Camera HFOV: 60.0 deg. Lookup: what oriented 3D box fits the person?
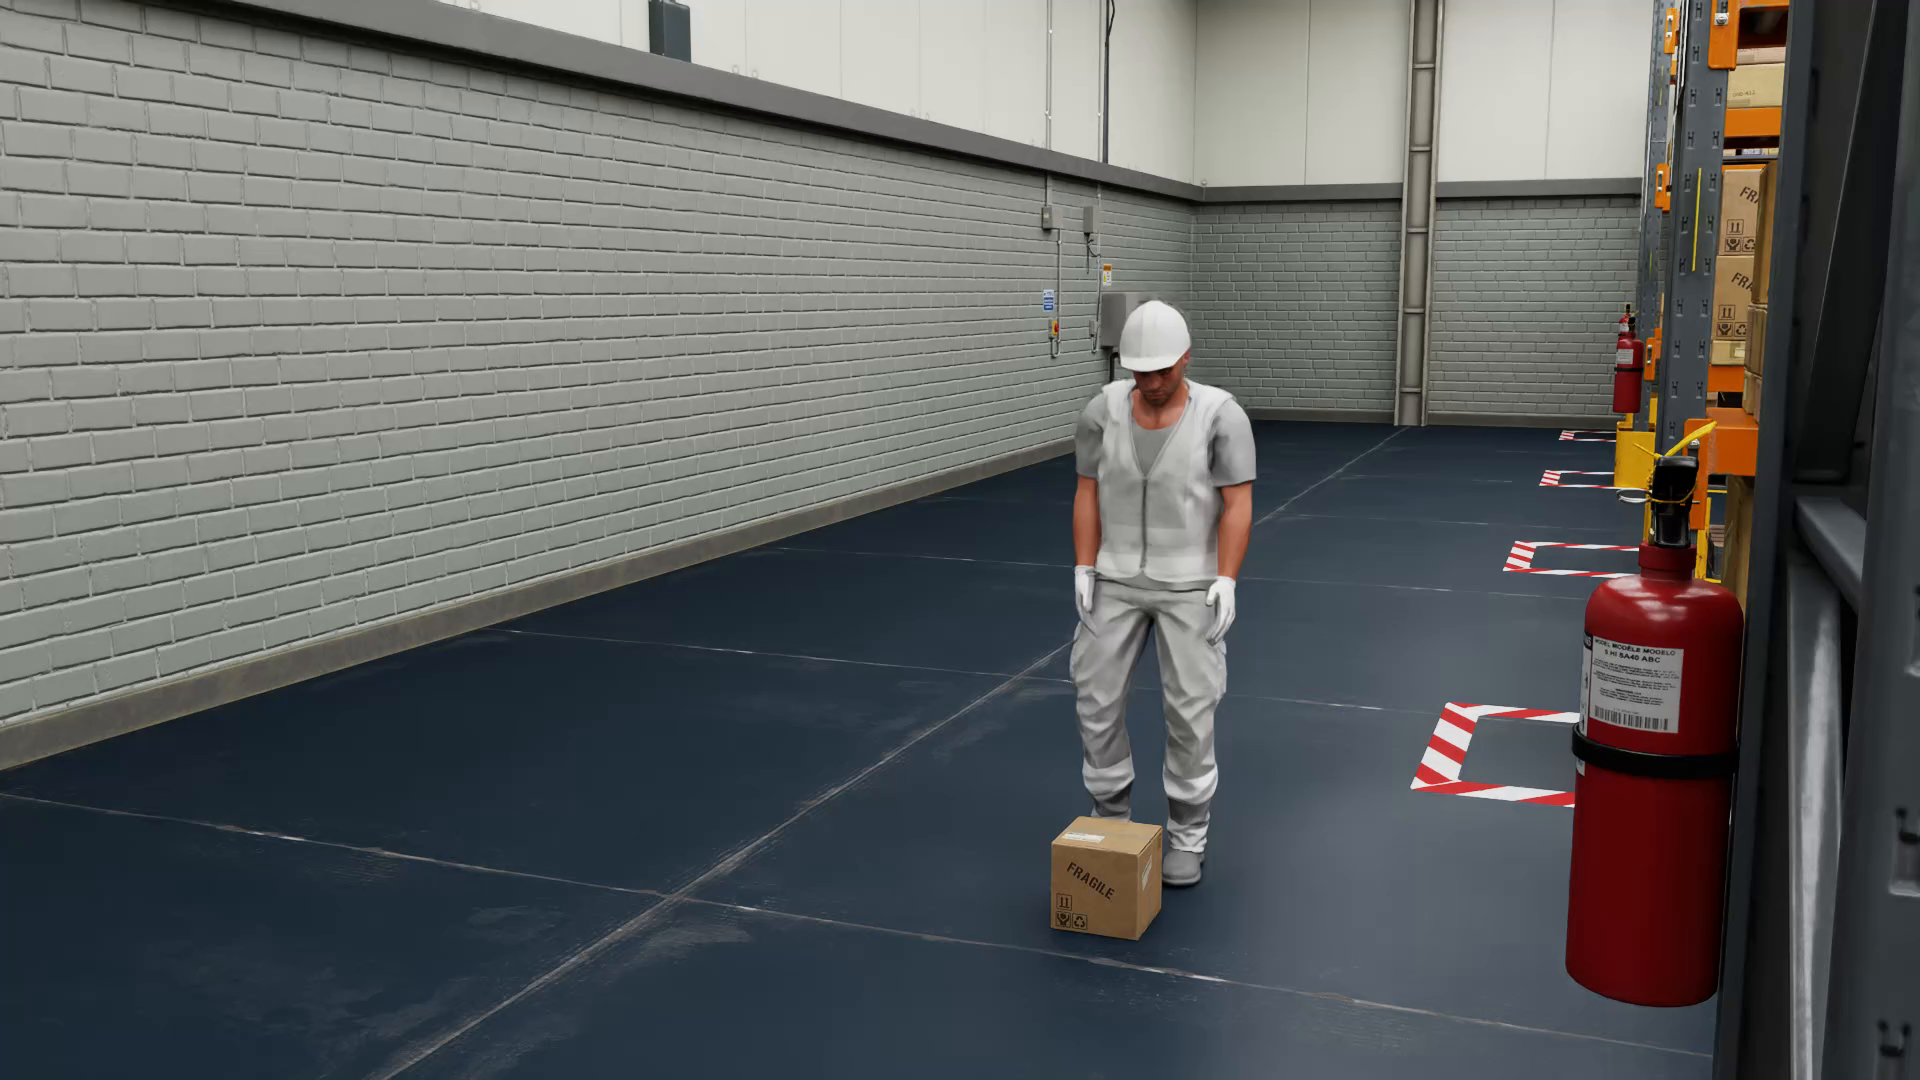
[{"bbox_3d":[0.591,0.157,4.952,0.547,1.724,0.477,4,9,22],"label":"person"}]
